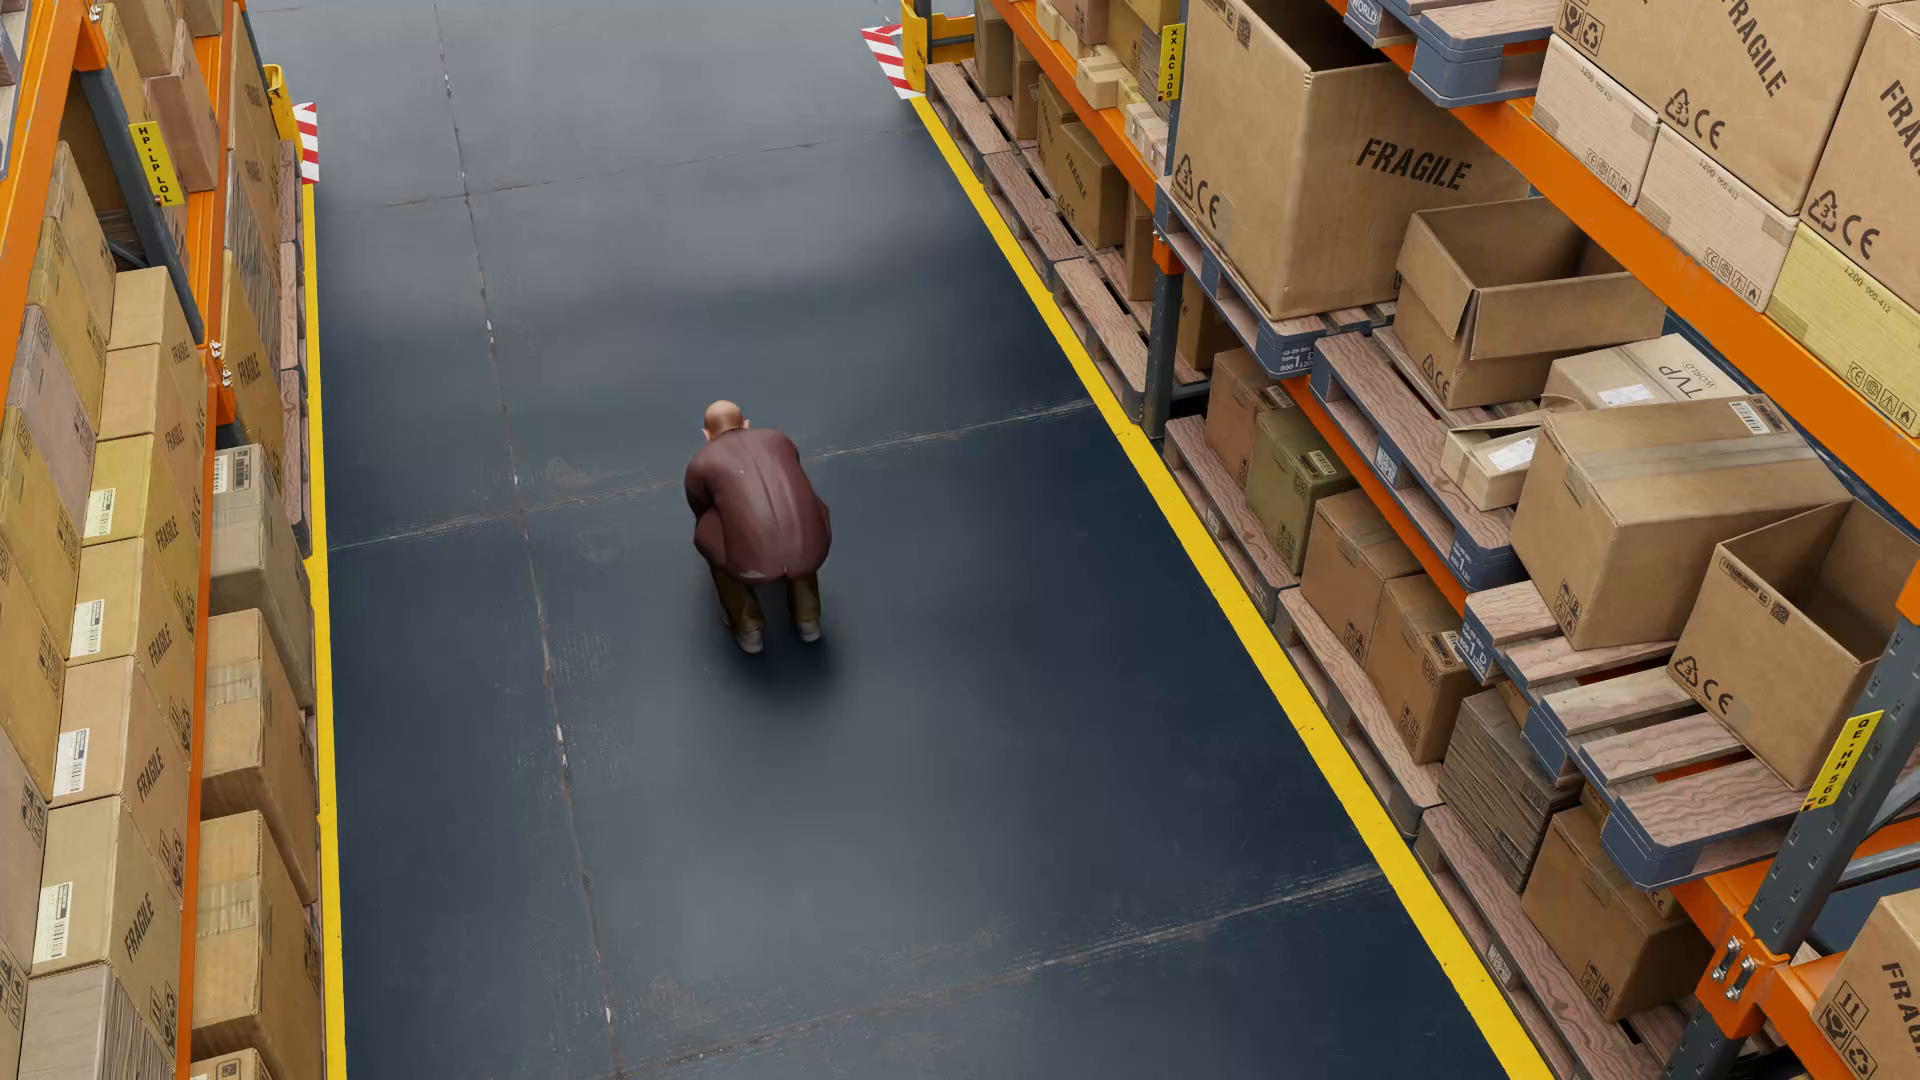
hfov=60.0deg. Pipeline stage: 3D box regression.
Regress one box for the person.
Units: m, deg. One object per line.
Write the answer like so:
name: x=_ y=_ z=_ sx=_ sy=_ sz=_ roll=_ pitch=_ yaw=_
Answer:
person: x=-0.844 y=-0.046 z=6.970 sx=0.580 sy=0.824 sz=0.947 roll=-13 pitch=43 yaw=-14
